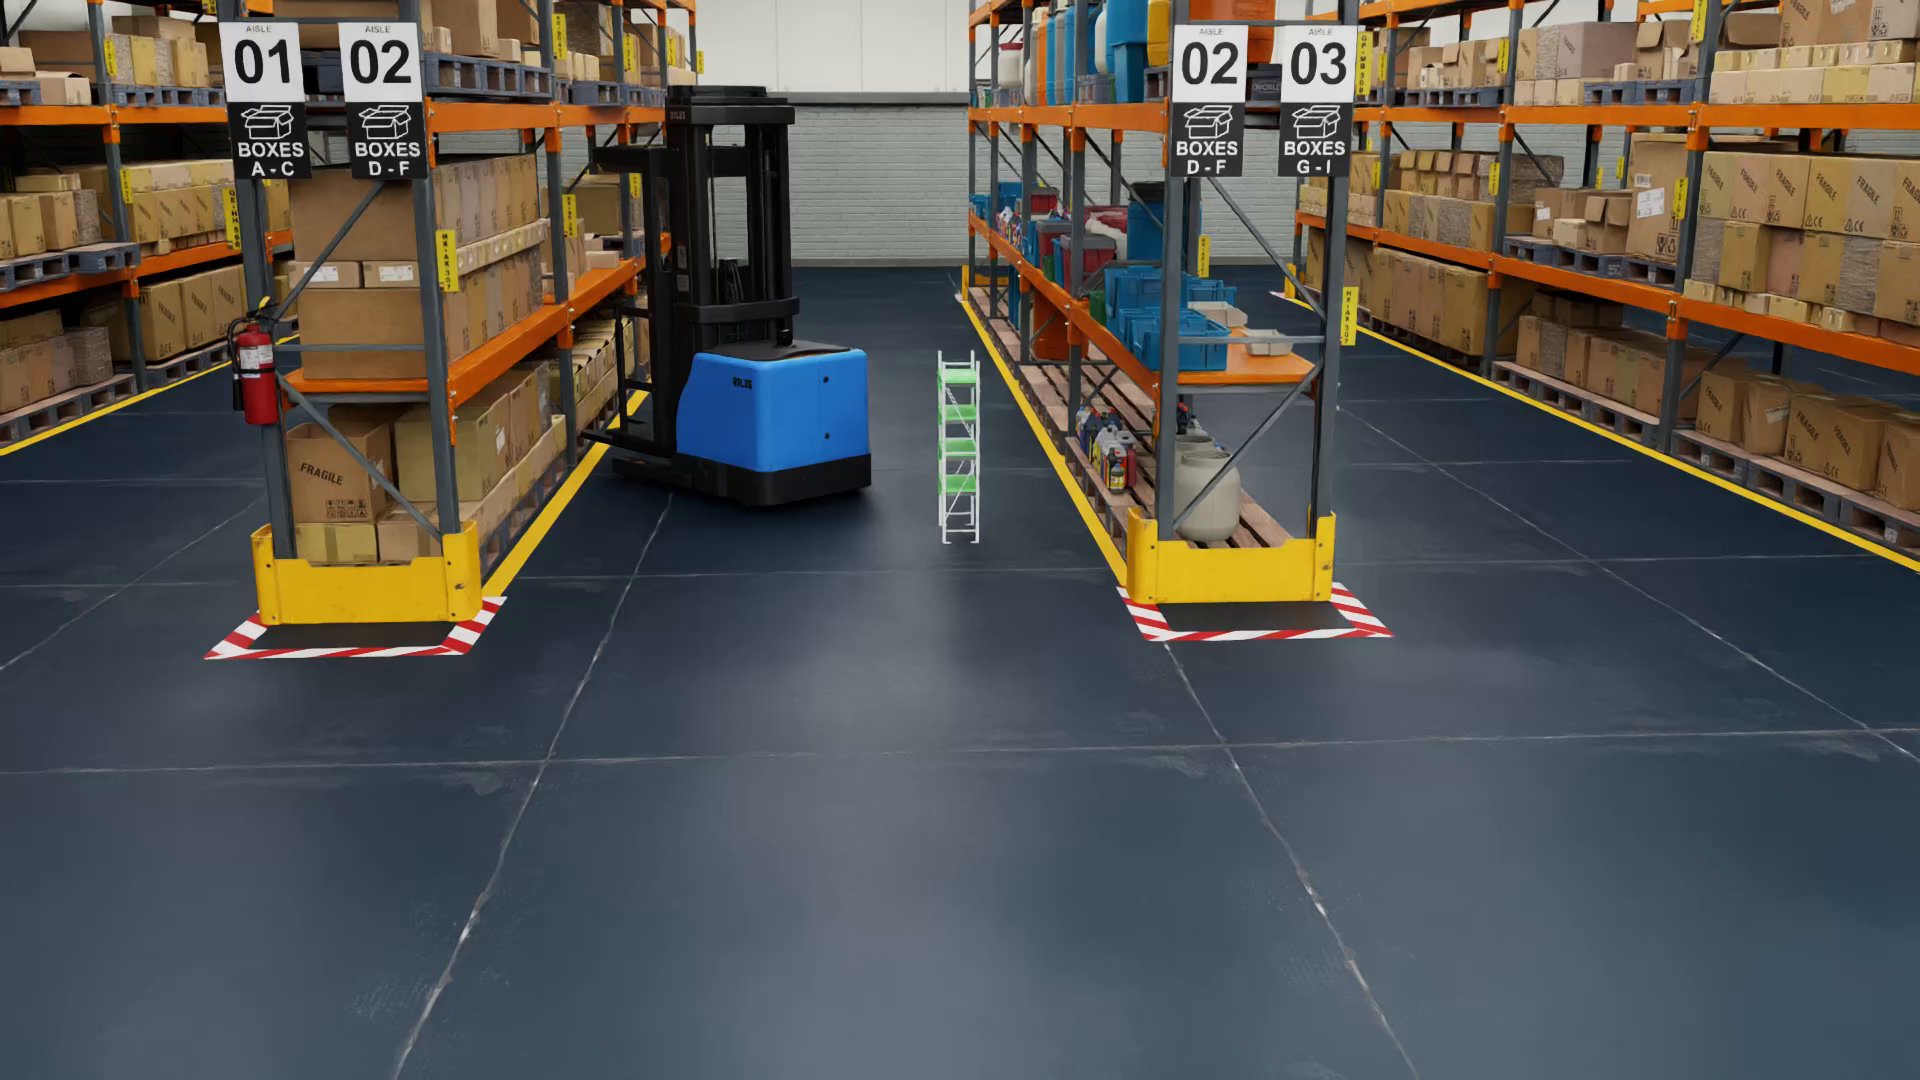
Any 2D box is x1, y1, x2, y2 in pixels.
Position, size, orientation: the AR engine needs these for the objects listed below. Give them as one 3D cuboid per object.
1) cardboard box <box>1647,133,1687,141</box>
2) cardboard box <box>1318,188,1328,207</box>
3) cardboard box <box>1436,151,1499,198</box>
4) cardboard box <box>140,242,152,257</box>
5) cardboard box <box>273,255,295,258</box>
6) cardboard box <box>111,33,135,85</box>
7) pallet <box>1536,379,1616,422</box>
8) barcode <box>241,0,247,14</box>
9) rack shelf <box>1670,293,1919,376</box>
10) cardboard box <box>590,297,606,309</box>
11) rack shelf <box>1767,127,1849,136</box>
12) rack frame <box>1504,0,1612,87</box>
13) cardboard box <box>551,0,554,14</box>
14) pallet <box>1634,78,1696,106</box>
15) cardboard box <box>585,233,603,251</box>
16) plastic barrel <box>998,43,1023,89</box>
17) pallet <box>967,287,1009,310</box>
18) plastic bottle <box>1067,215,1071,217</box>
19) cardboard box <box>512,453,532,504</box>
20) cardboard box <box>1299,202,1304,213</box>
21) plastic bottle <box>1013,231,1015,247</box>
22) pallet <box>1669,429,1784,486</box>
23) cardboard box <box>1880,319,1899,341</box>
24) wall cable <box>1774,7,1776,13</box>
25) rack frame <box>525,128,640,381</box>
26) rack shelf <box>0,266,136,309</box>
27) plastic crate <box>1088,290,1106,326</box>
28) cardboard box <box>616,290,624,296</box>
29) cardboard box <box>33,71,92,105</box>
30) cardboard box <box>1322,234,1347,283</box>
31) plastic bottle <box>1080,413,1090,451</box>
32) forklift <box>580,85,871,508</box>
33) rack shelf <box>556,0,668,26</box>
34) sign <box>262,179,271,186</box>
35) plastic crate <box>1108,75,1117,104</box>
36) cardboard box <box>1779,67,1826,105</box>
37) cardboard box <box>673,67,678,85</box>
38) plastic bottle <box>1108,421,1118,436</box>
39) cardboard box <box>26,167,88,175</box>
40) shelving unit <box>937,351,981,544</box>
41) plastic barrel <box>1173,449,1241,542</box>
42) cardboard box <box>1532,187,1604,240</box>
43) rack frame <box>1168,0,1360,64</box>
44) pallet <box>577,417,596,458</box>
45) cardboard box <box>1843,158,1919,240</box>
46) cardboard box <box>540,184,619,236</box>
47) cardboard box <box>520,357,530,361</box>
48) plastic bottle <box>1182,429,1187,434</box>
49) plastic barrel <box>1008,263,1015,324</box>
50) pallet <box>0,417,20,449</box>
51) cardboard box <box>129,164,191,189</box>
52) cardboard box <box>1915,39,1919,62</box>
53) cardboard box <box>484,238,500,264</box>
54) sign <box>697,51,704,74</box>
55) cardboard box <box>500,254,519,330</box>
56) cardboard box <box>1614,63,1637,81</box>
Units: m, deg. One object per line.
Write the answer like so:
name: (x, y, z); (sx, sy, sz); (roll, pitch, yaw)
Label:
cardboard box: (10.337, -5.658, 24.191); (0.500, 0.500, 0.500); (0, 14, -2)
cardboard box: (5.406, -4.864, 23.616); (0.500, 0.250, 0.500); (-1, 14, -5)
cardboard box: (5.960, -4.226, 19.218); (0.797, 0.503, 0.637); (0, 14, -2)
cardboard box: (-8.552, -2.988, 17.083); (0.380, 0.149, 0.250); (-1, 14, -3)
cardboard box: (-9.236, -3.788, 22.602); (0.380, 0.149, 0.250); (-1, 14, -3)
cardboard box: (-8.929, -4.916, 17.011); (0.700, 0.500, 0.500); (-2, 15, -7)
pallet: (6.195, -1.333, 15.785); (1.003, 0.211, 1.213); (-1, 14, -3)
barcode: (-3.817, -2.841, 8.863); (0.001, 0.075, 0.075); (-1, 14, -3)
rack shelf: (6.447, -1.340, 11.660); (1.077, 0.370, 4.000); (-1, 14, -3)
cardboard box: (-4.112, -2.638, 17.886); (0.500, 0.250, 0.500); (0, 14, -1)
rack shelf: (10.908, -4.834, 19.219); (1.077, 0.370, 4.000); (-1, 14, -3)
rack frame: (6.075, -6.086, 16.622); (1.000, 3.000, 0.127); (-1, 14, -3)
cardboard box: (-3.622, -4.276, 13.559); (0.500, 0.500, 0.500); (1, 14, 2)
pallet: (6.391, -3.703, 13.756); (1.213, 0.211, 1.003); (-1, 14, -3)
cardboard box: (-3.833, -2.895, 16.436); (0.500, 0.311, 0.500); (0, 14, 0)
plastic barrel: (0.666, -5.686, 19.972); (0.433, 0.535, 0.433); (0, 14, 0)
pallet: (0.648, -3.538, 24.353); (1.003, 0.211, 1.213); (-1, 14, -3)
plastic bottle: (1.293, -3.696, 19.622); (0.152, 0.276, 0.135); (-1, 14, -3)
cardboard box: (-3.219, -0.421, 11.318); (0.500, 0.250, 0.500); (-1, 14, -3)
cardboard box: (5.272, -4.955, 24.771); (0.380, 0.149, 0.250); (-1, 14, -3)
plastic bottle: (0.635, -3.358, 18.457); (0.097, 0.201, 0.097); (0, 14, 0)
pallet: (6.400, -0.669, 13.204); (1.003, 0.211, 1.213); (-1, 14, -3)
cardboard box: (6.291, -1.386, 10.898); (0.380, 0.149, 0.250); (-1, 14, -3)
wall cable: (14.837, -9.639, 30.431); (0.463, 3.000, 0.029); (-1, 14, -3)
rack frame: (-3.812, -3.029, 16.779); (1.000, 3.000, 0.127); (-1, 14, -3)
rack shelf: (-8.632, -2.106, 14.634); (1.077, 0.370, 4.000); (-1, 14, -3)
plastic crate: (1.182, -1.665, 11.903); (0.450, 0.188, 0.662); (-1, 14, -3)
cardboard box: (-4.206, -2.645, 19.421); (0.500, 0.500, 0.500); (-1, 14, -3)
cardboard box: (-8.442, -4.196, 15.433); (0.500, 0.311, 0.500); (-1, 14, -3)
cardboard box: (5.755, -3.961, 23.821); (0.875, 0.875, 0.875); (-1, 14, -3)
plastic bottle: (1.009, -0.838, 12.845); (0.152, 0.276, 0.135); (0, 14, -1)
forklift: (-2.048, -1.941, 12.687); (1.130, 2.935, 3.031); (-14, 20, -43)
rack shelf: (-3.936, -5.890, 18.104); (1.077, 0.370, 4.000); (-1, 14, -3)
sign: (-8.463, -4.480, 20.252); (0.100, 0.325, 0.005); (-1, 14, -3)
plastic crate: (1.206, -3.063, 11.317); (0.336, 0.188, 0.450); (-1, 14, -3)
cardboard box: (6.153, -3.195, 11.706); (0.500, 0.250, 0.500); (-1, 15, -6)
cardboard box: (-3.875, -5.895, 21.196); (0.500, 0.250, 0.500); (-1, 14, -3)
plastic bottle: (1.145, -0.760, 12.553); (0.097, 0.271, 0.097); (0, 14, 0)
cardboard box: (-9.043, -3.626, 16.755); (0.500, 0.250, 0.500); (0, 14, -2)
shelving unit: (-0.010, -0.622, 11.037); (0.258, 1.200, 0.503); (-1, 14, -3)
plastic barrel: (1.510, -0.276, 10.229); (0.421, 0.512, 0.421); (0, 14, 0)
cardboard box: (6.149, -3.299, 16.785); (0.500, 0.500, 0.500); (-3, 15, -10)
rack frame: (1.627, -4.020, 8.592); (1.000, 3.000, 0.127); (-1, 14, -3)
pallet: (-3.649, -0.866, 13.970); (1.003, 0.211, 1.213); (-1, 14, -3)
cardboard box: (6.225, -2.250, 10.946); (0.500, 0.500, 0.500); (-1, 14, -3)
cardboard box: (-3.964, -3.436, 17.316); (0.700, 0.500, 0.500); (-6, 16, -22)
cardboard box: (-3.914, -1.403, 14.010); (0.500, 0.311, 0.500); (0, 14, -2)
plastic bottle: (1.639, -0.681, 12.223); (0.061, 0.283, 0.133); (-1, 14, -3)
plastic barrel: (0.901, -3.151, 20.621); (0.600, 0.901, 0.708); (-1, 14, -3)
pallet: (-8.558, -0.800, 13.712); (1.003, 0.211, 1.213); (-1, 14, -3)
cardboard box: (-8.596, -3.892, 17.789); (0.500, 0.250, 0.500); (-1, 14, -3)
cardboard box: (6.286, -3.087, 10.486); (0.380, 0.149, 0.250); (-1, 14, -3)
cardboard box: (-3.220, -1.885, 10.831); (0.380, 0.149, 0.250); (-1, 14, -3)
sign: (-3.753, -6.904, 24.041); (0.100, 0.325, 0.005); (-1, 14, -3)
cardboard box: (-3.464, -1.716, 11.477); (0.700, 0.500, 0.500); (-1, 14, -3)
cardboard box: (6.107, -4.194, 14.913); (0.380, 0.166, 0.250); (-1, 14, -5)
